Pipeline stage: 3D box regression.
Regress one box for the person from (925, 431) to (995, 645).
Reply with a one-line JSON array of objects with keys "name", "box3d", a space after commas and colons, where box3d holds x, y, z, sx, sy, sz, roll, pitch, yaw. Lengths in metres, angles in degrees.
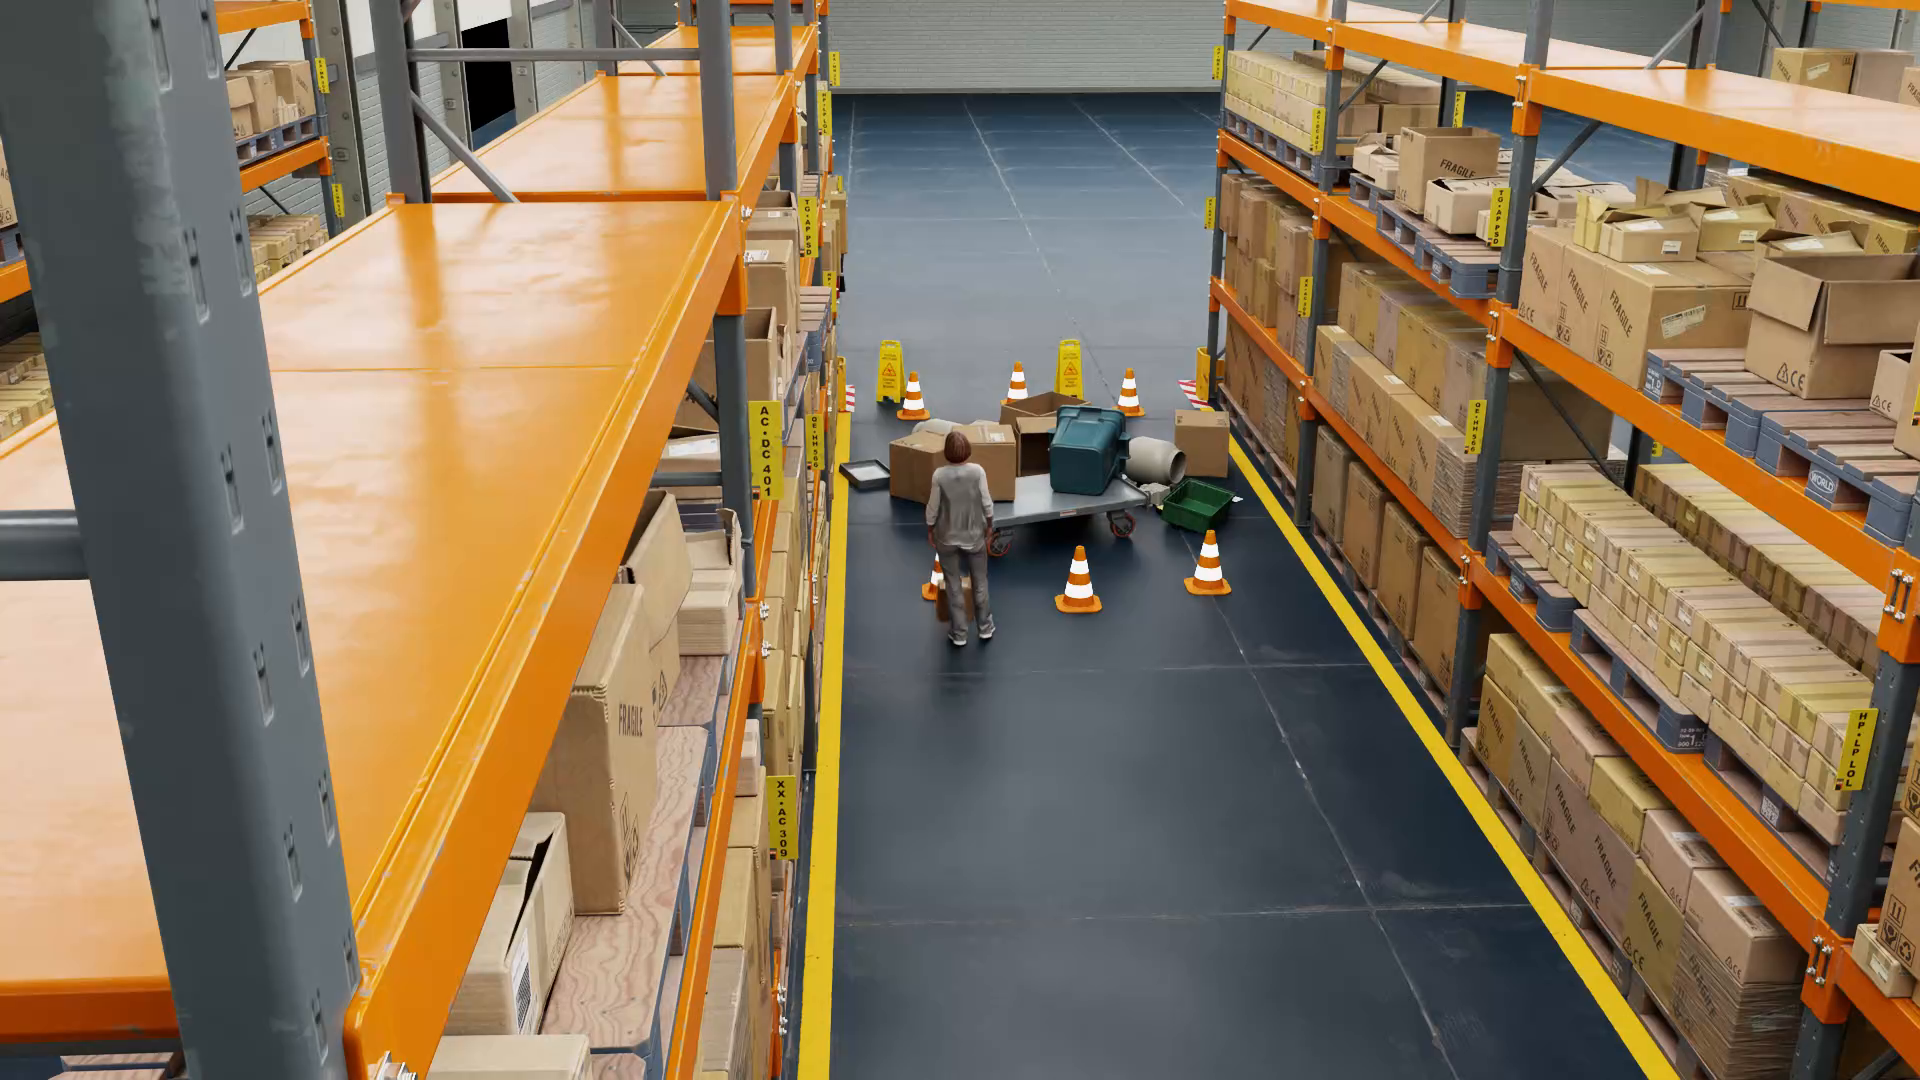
[{"name": "person", "box3d": [0.009, -0.033, 11.655, 0.511, 1.597, 0.474, -1, 21, -3]}]
